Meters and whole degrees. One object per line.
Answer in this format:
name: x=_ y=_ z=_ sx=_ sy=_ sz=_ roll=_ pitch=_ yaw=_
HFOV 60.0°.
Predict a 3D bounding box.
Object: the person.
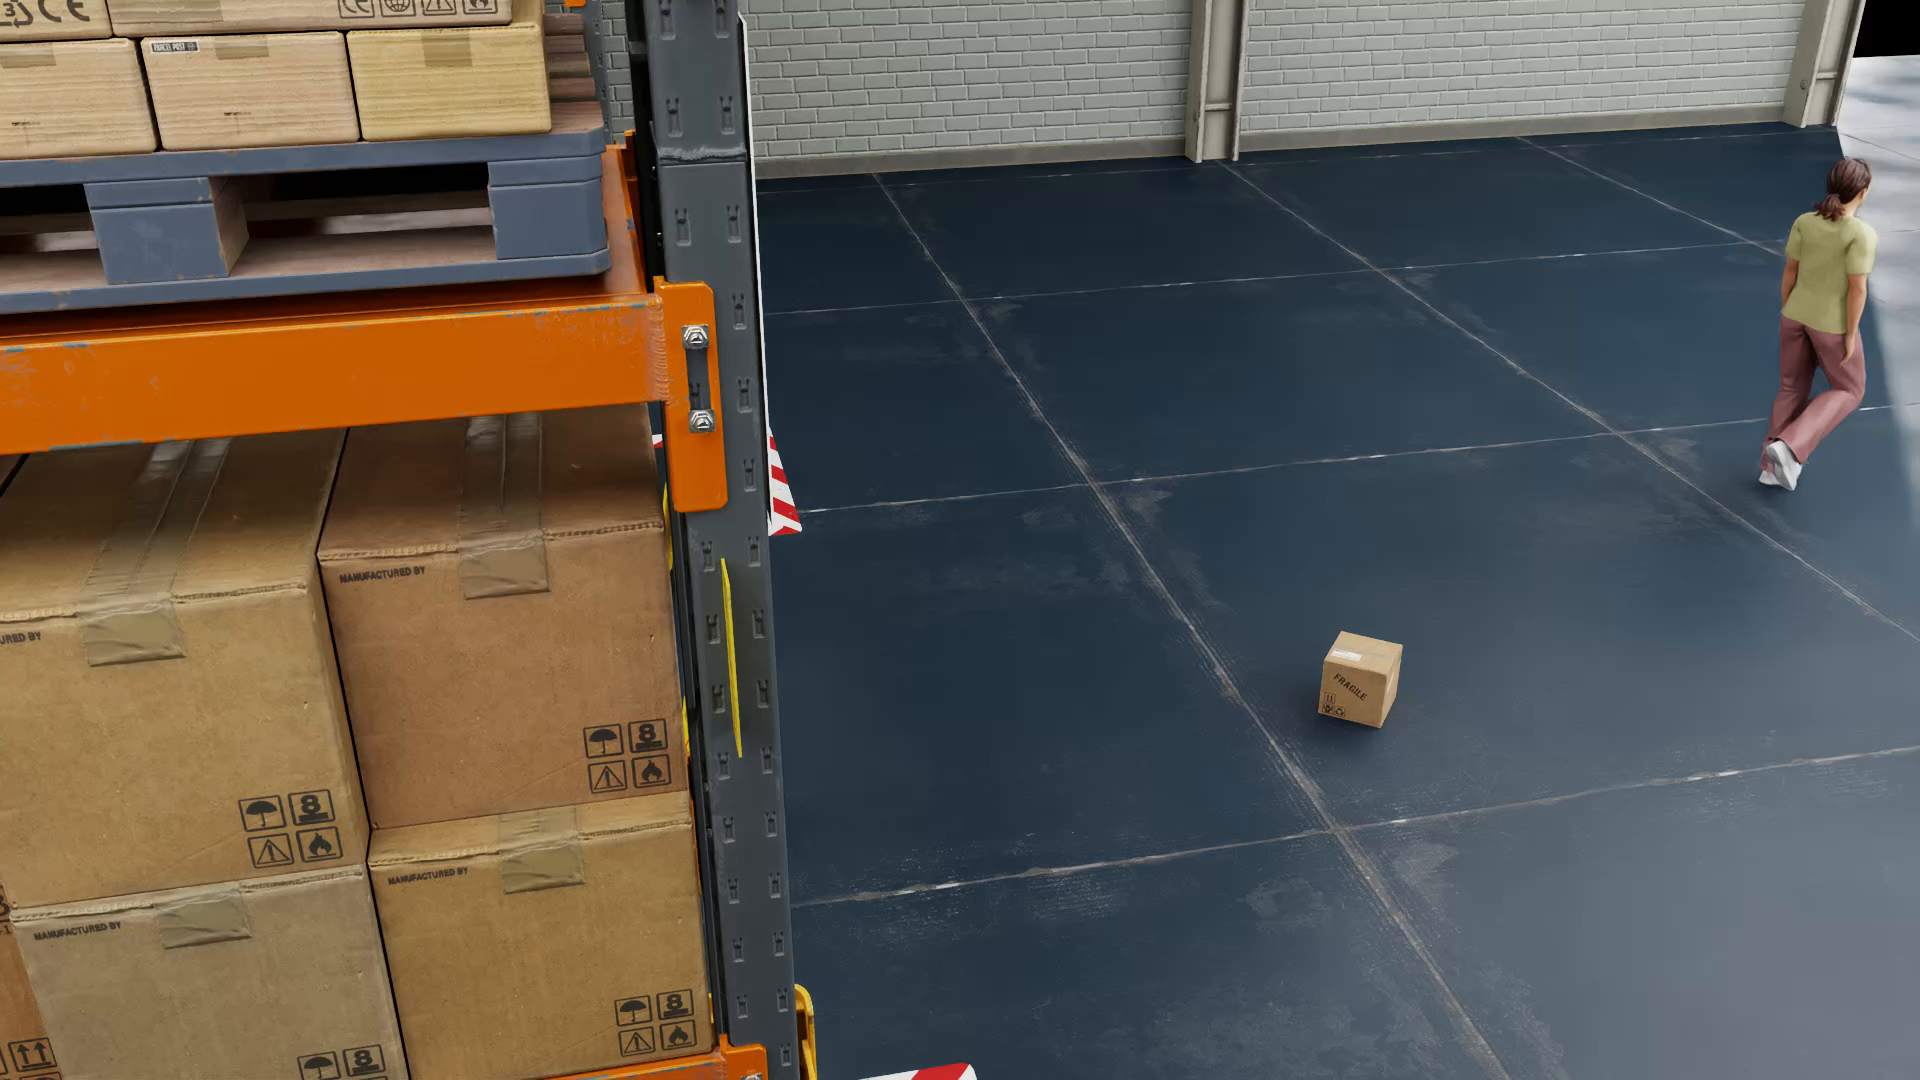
person: x=4.166 y=-1.031 z=8.107 sx=0.494 sy=1.666 sz=0.448 roll=-16 pitch=31 yaw=-29
